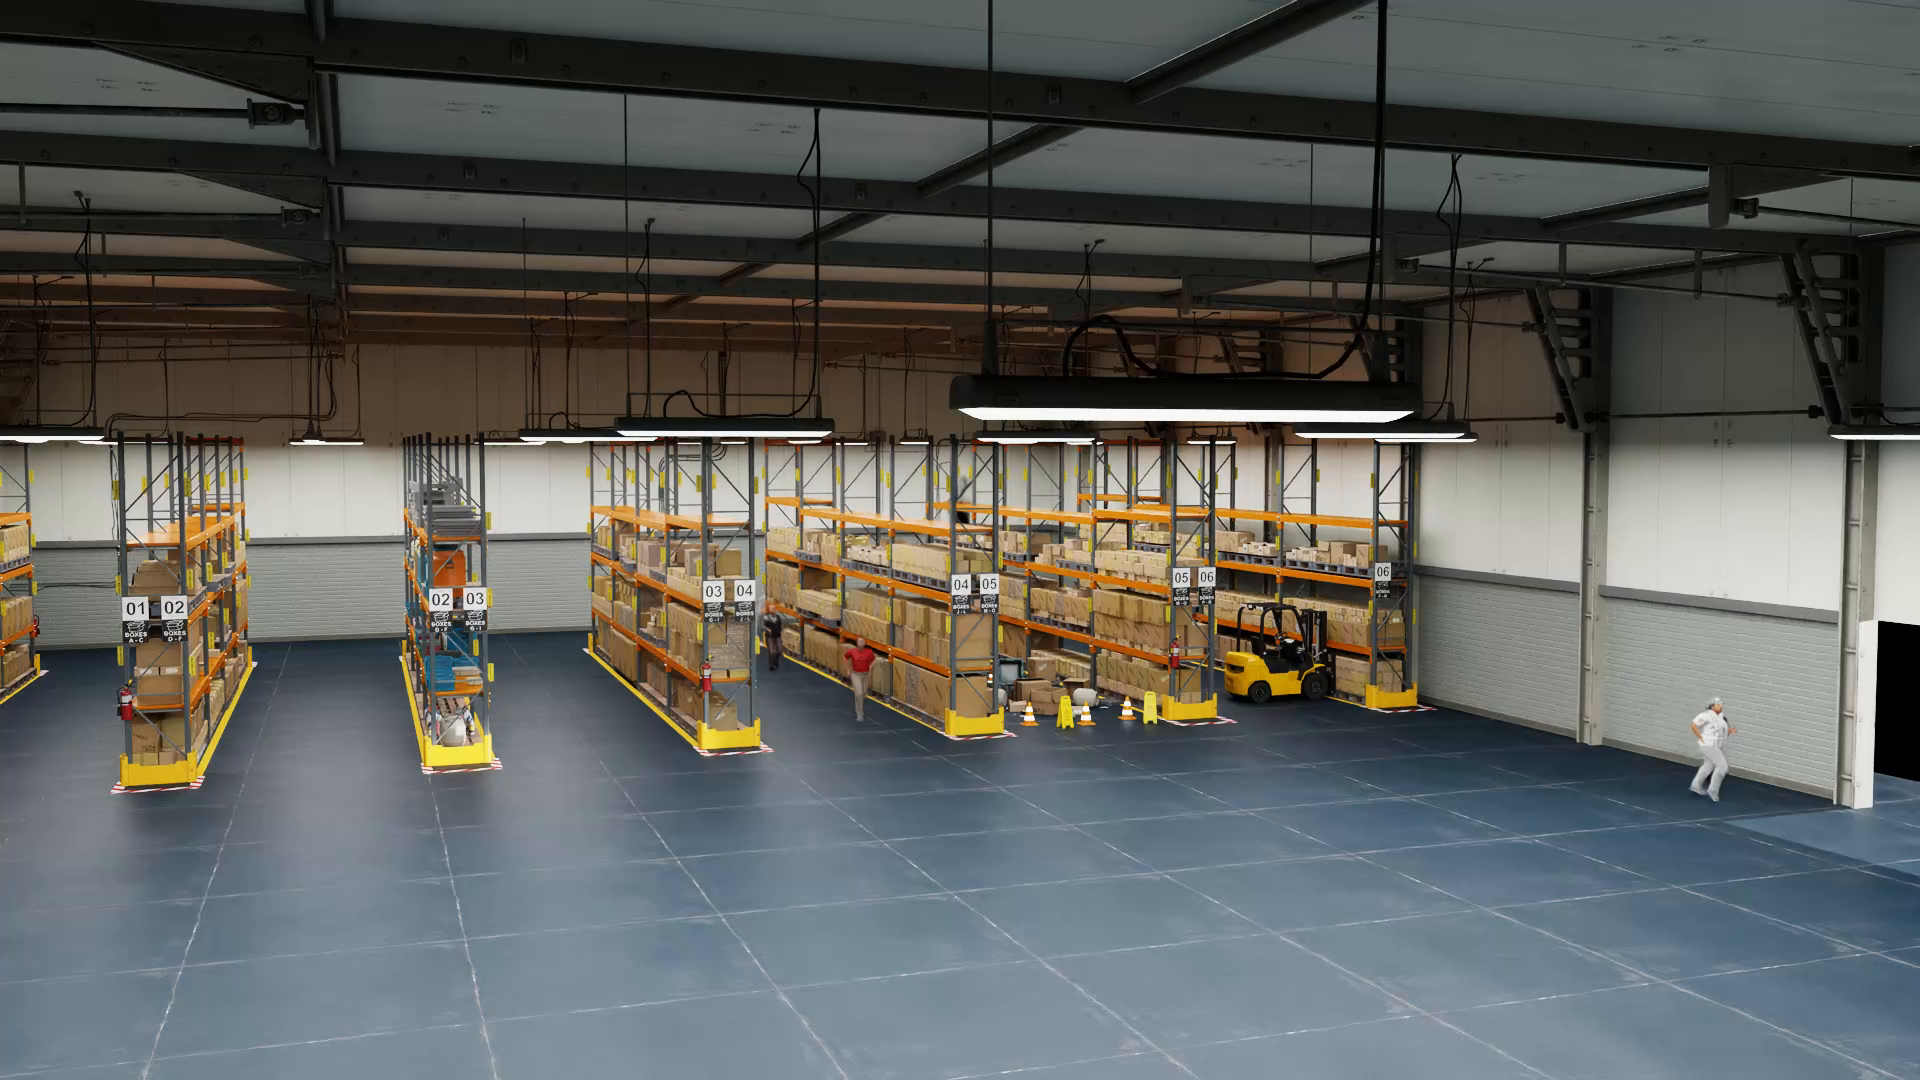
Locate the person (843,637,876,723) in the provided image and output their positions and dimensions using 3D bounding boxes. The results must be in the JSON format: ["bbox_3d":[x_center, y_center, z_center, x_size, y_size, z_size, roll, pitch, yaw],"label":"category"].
[{"bbox_3d":[-2.089,2.921,35.077,0.650,1.773,0.832,-1,3,-23],"label":"person"}]

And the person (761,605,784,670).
[{"bbox_3d":[-4.765,2.511,42.644,0.650,1.676,0.578,-1,3,-20],"label":"person"}]

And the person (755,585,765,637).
[{"bbox_3d":[-5.947,2.139,49.594,0.928,1.612,0.616,0,3,6],"label":"person"}]

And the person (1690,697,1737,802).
[{"bbox_3d":[12.288,3.411,27.120,0.572,1.726,0.714,-3,4,-42],"label":"person"}]

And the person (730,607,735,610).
[{"bbox_3d":[-6.592,2.335,47.180,0.589,1.563,0.799,0,3,4],"label":"person"}]
